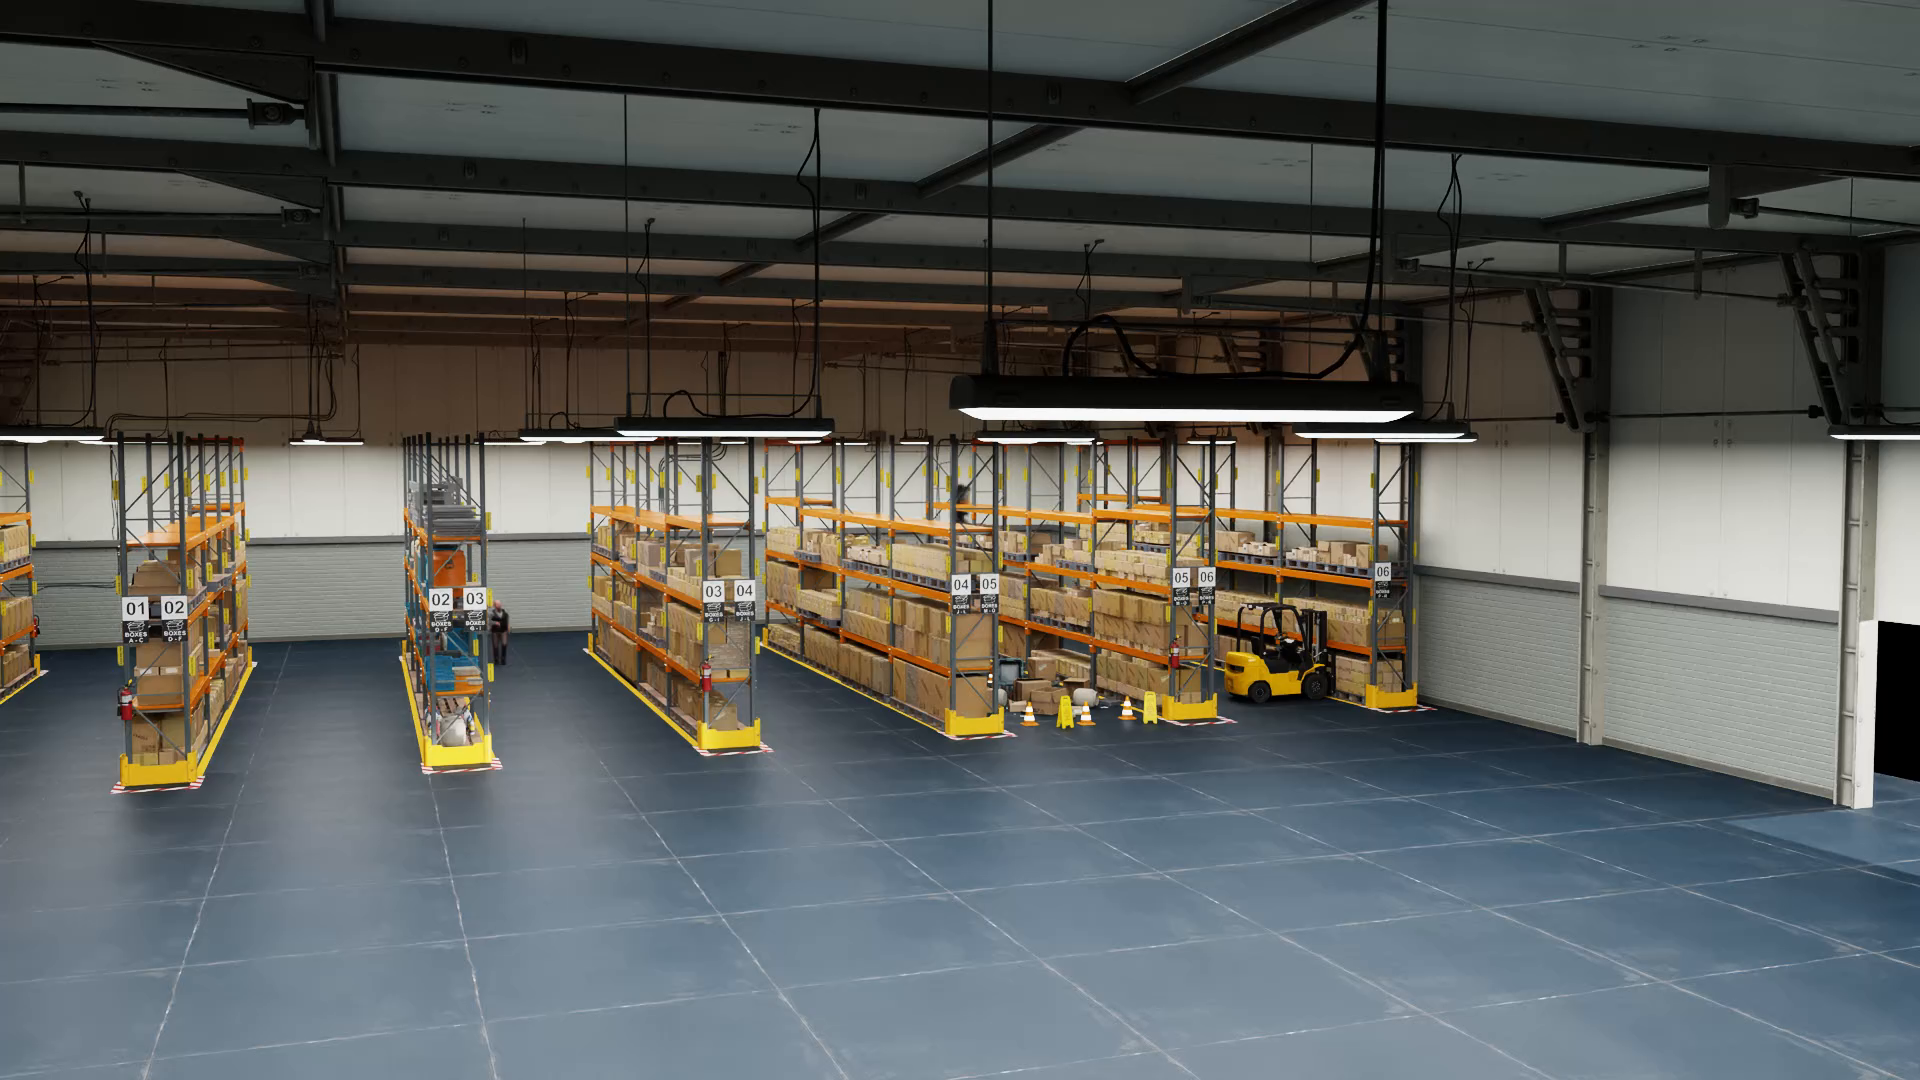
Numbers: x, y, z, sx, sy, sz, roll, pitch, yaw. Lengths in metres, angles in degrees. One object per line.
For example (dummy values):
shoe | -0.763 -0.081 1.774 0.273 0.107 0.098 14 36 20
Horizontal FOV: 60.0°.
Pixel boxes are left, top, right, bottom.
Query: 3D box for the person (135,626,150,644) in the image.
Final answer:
person | -19.615 2.635 40.087 0.685 1.740 0.874 -2 4 -31

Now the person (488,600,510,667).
person | -12.102 2.450 43.654 0.596 1.753 0.814 -1 3 -23
